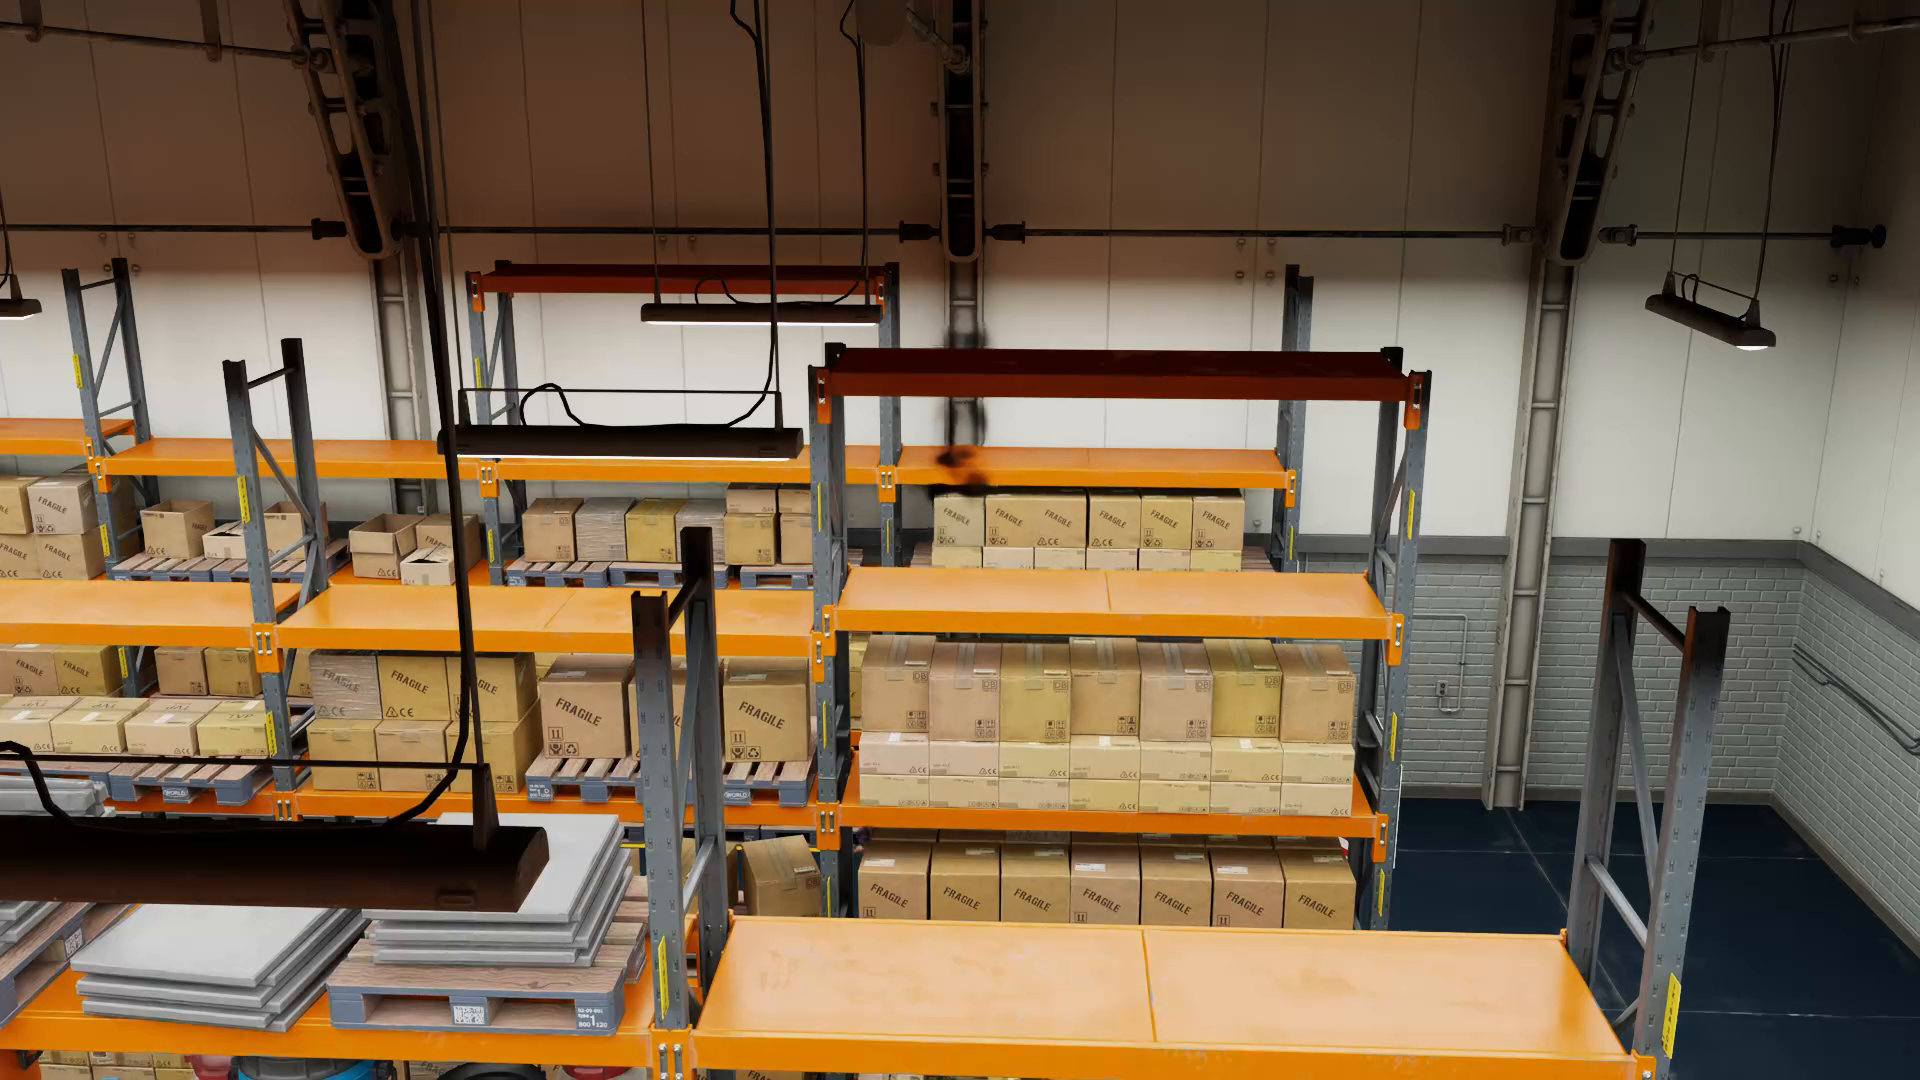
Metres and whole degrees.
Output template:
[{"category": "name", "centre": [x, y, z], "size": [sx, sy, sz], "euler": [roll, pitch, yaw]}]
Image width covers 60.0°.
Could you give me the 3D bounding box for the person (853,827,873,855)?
[{"category": "person", "centre": [-0.685, 2.997, 15.630], "size": [0.710, 1.537, 0.532], "euler": [-1, 16, -4]}]
